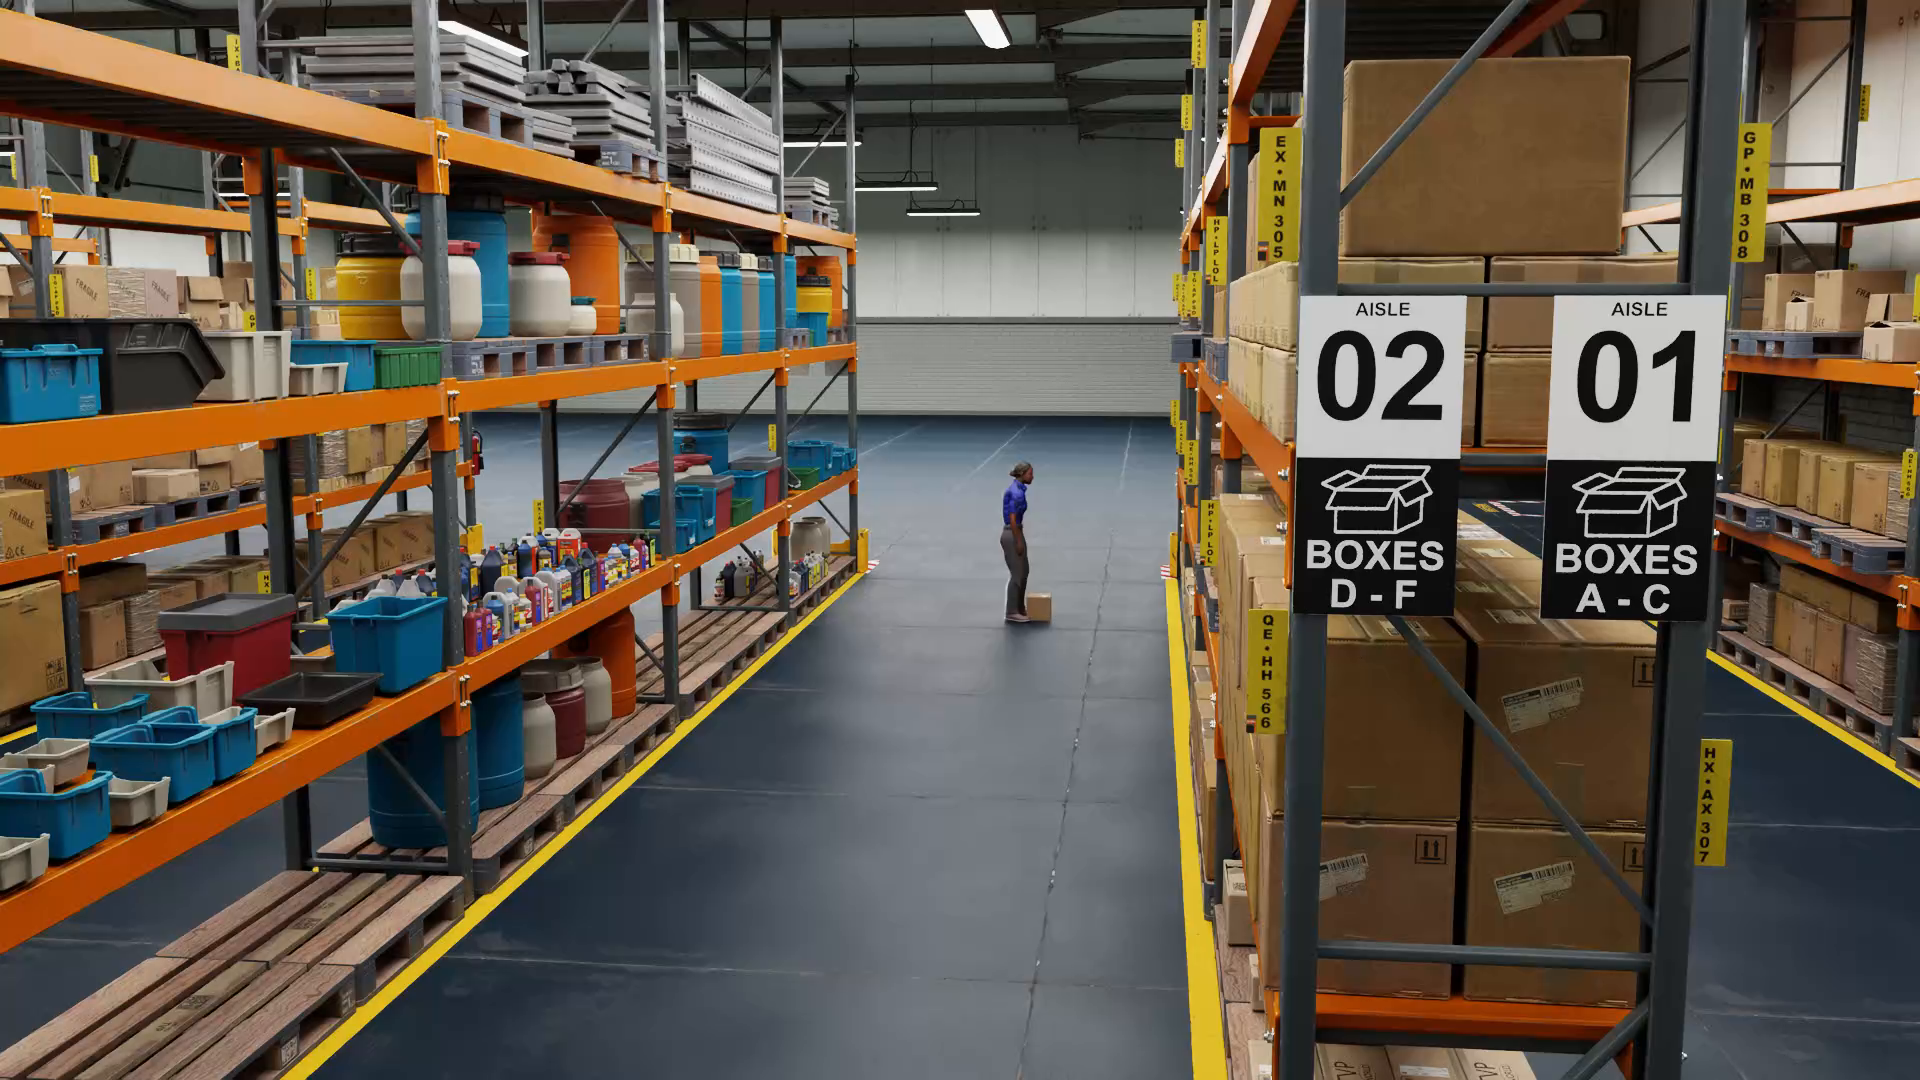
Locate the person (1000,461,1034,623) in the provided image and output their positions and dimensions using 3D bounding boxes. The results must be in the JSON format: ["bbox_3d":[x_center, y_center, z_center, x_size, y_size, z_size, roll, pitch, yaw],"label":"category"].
[{"bbox_3d":[0.618,0.002,17.301,0.400,1.655,0.532,0,8,3],"label":"person"}]
